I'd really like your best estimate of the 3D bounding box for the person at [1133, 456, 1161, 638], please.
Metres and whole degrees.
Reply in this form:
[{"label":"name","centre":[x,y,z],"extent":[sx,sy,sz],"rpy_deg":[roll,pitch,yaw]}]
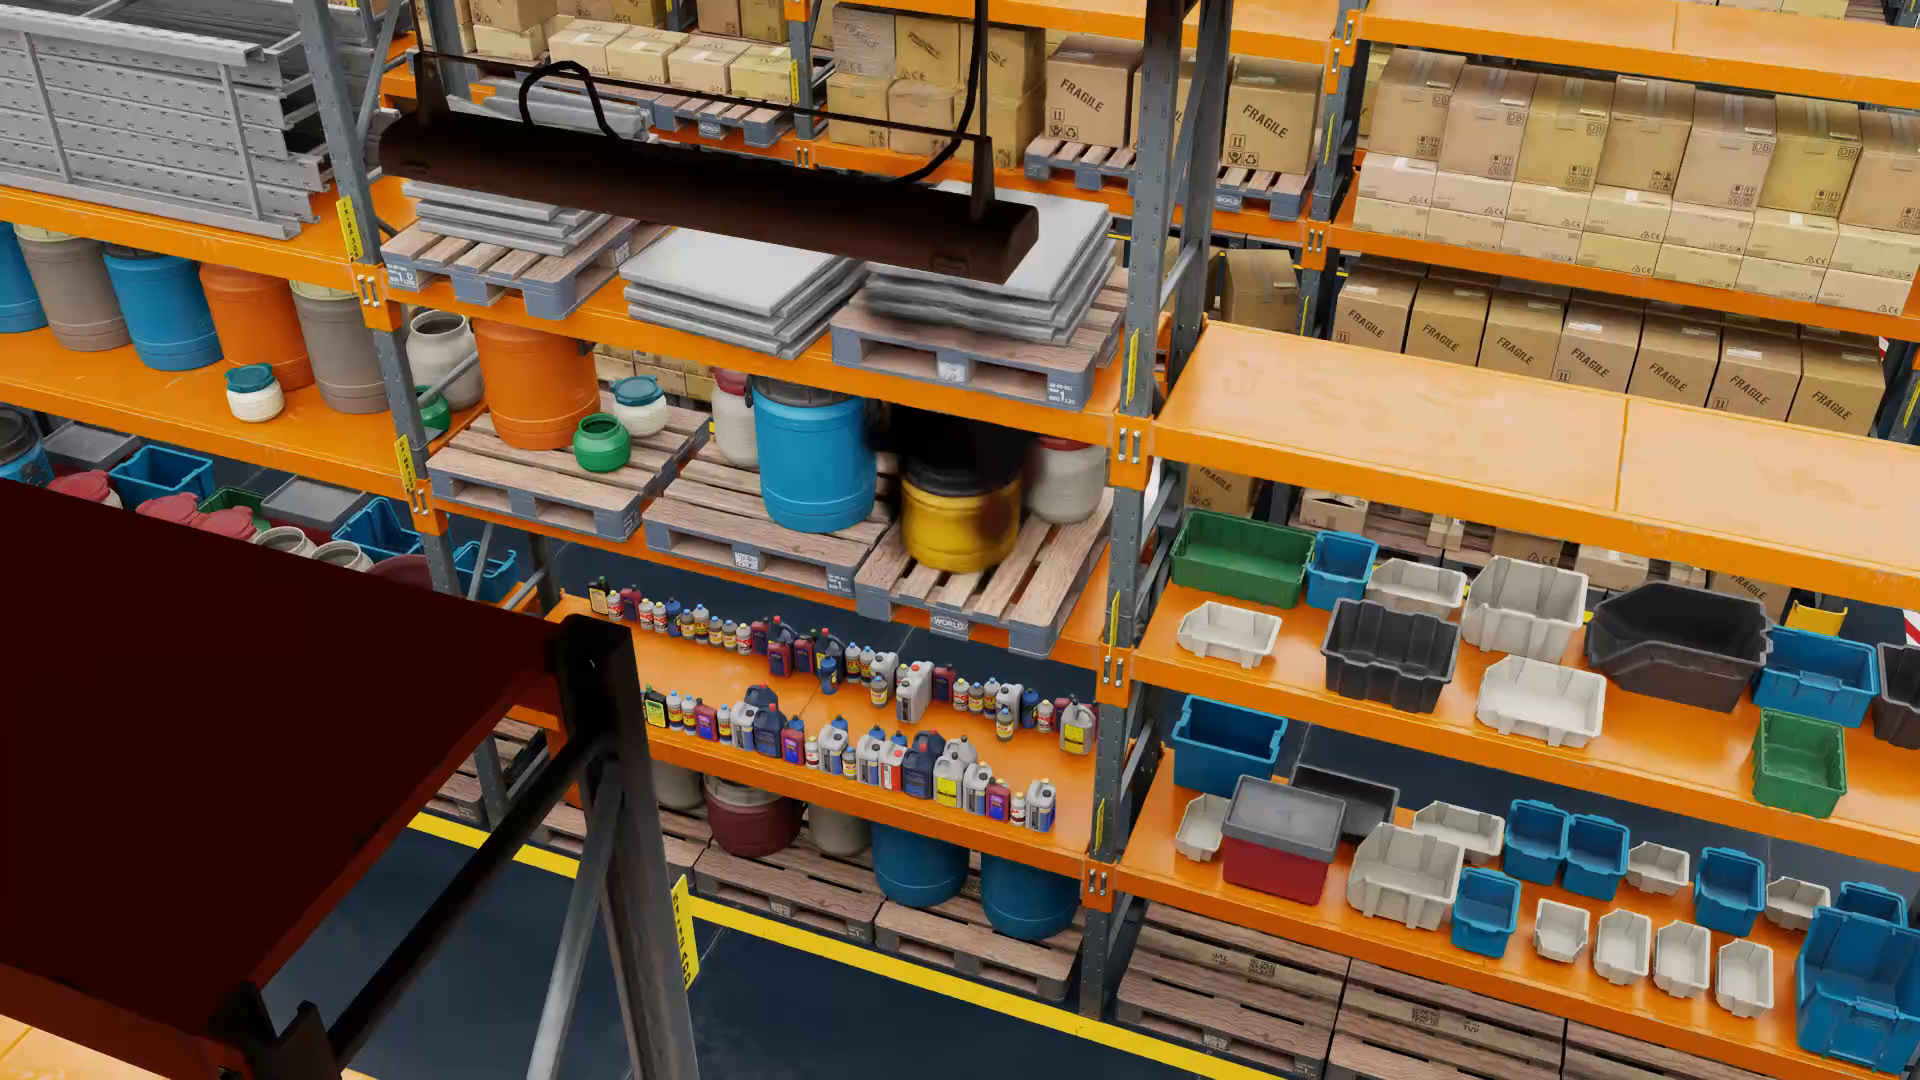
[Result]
[{"label":"person","centre":[1.164,-0.054,11.519],"extent":[0.597,1.744,0.690],"rpy_deg":[2,37,3]}]
